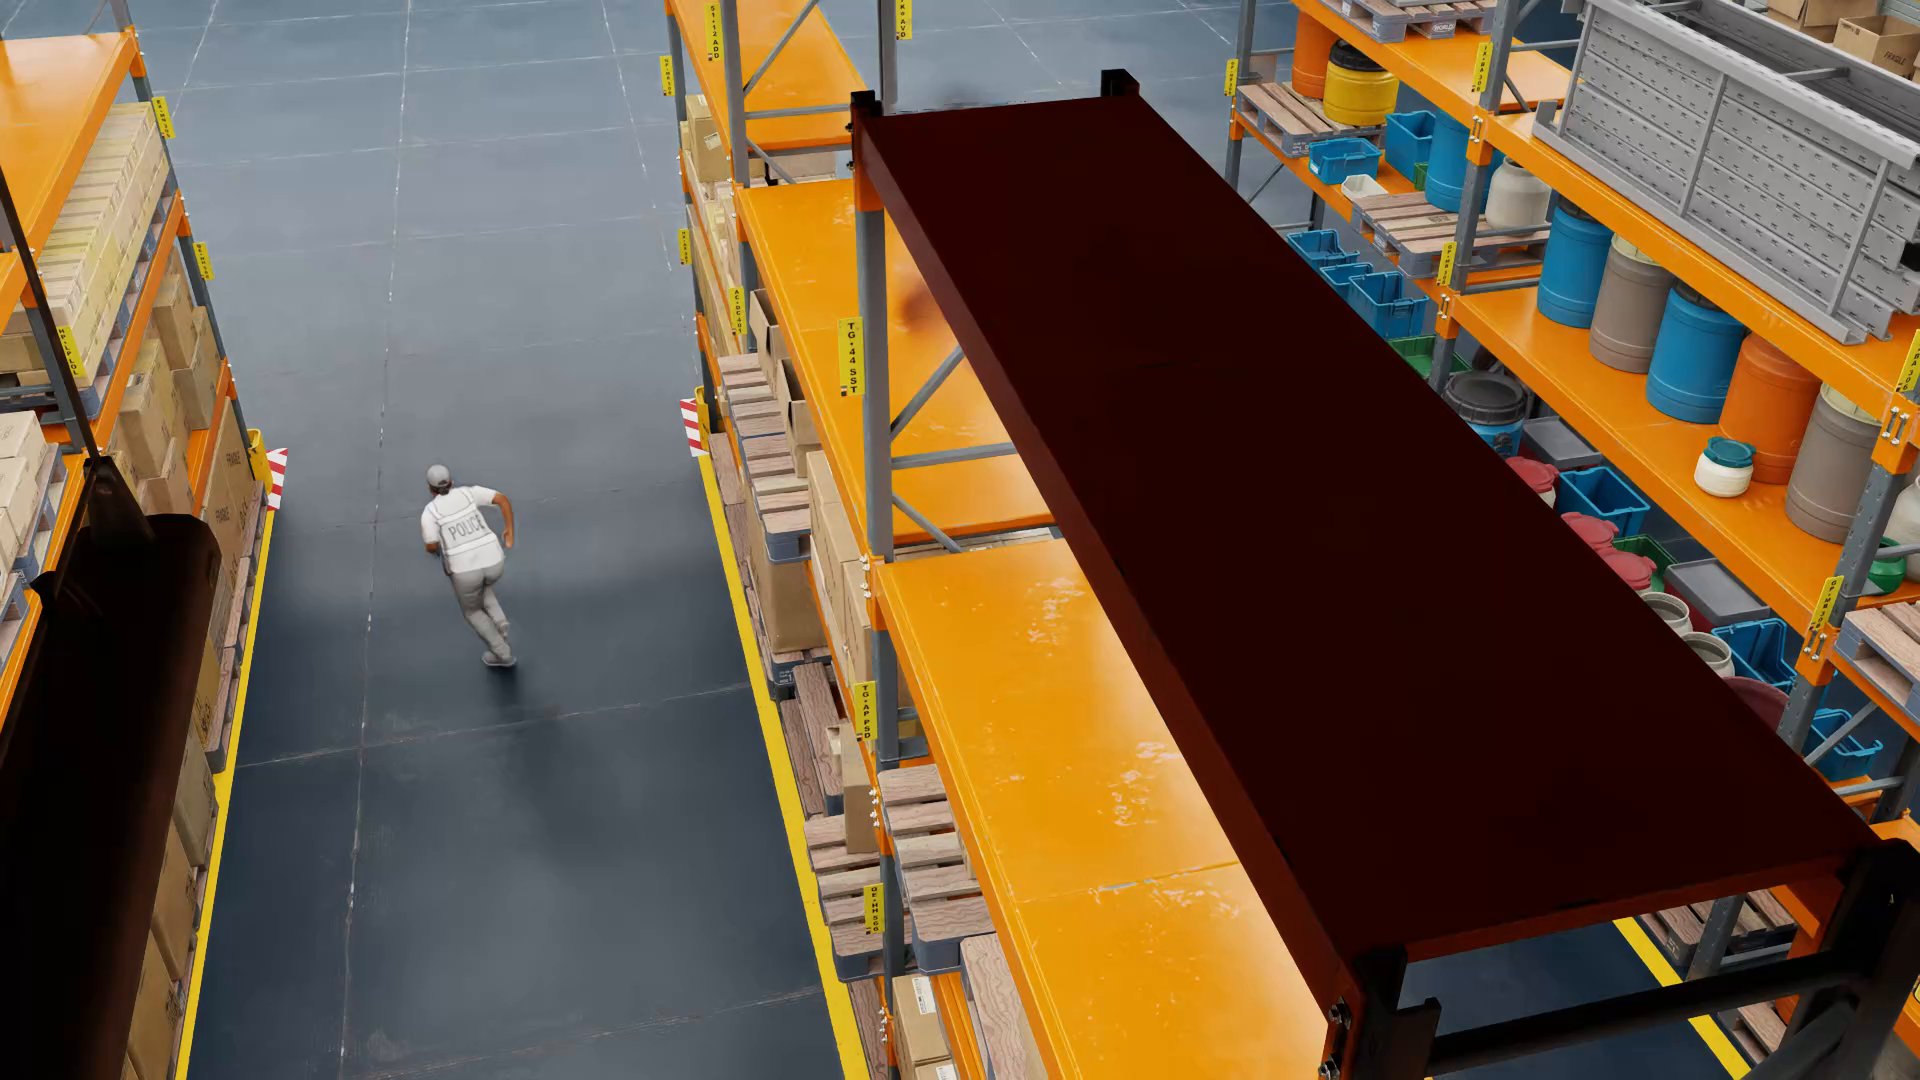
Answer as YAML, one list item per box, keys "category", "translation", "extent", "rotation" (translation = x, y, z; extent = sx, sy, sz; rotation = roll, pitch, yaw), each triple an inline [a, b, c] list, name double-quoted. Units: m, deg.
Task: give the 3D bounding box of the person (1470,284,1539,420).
- category: "person"
  translation: [5.034, -1.807, 15.199]
  extent: [0.644, 1.772, 0.805]
  rotation: [-18, 38, -24]

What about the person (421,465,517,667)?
- category: "person"
  translation: [-3.652, 0.162, 12.531]
  extent: [0.637, 1.492, 0.842]
  rotation: [-28, 43, -34]
